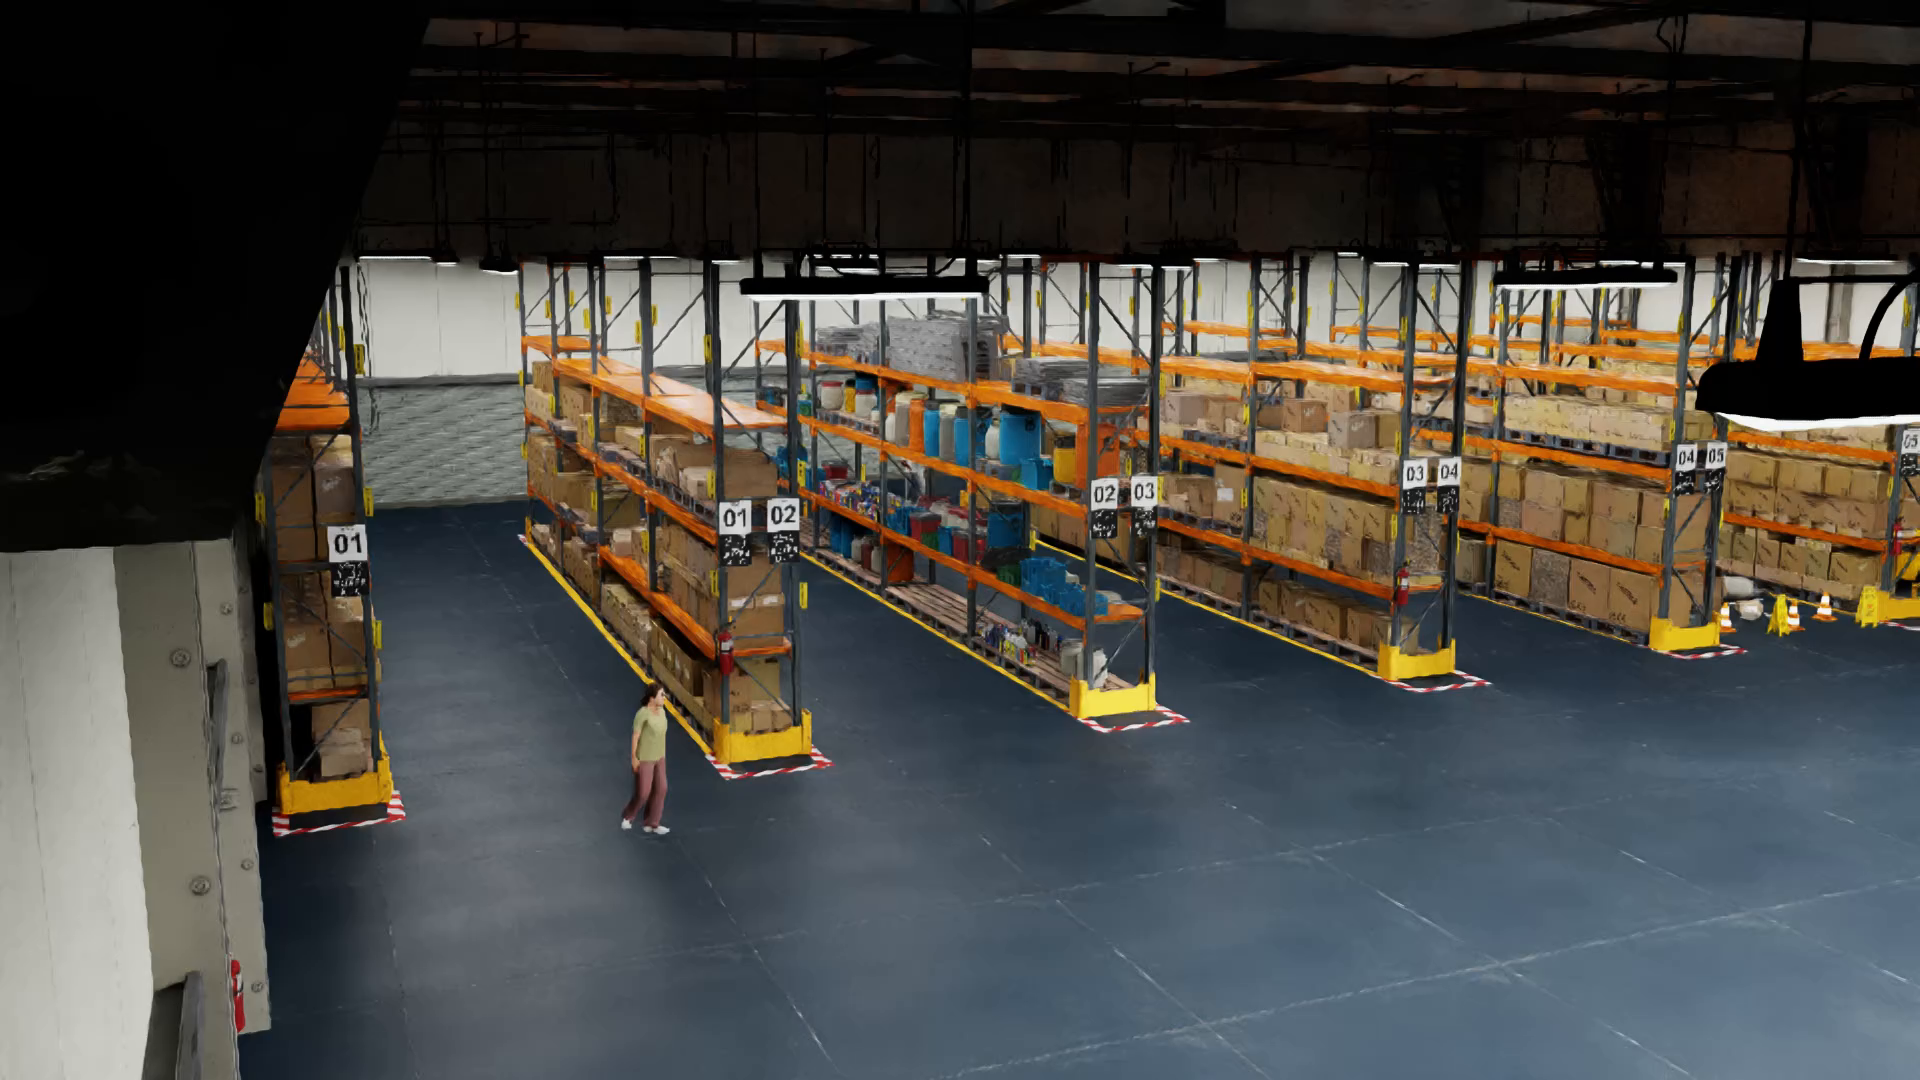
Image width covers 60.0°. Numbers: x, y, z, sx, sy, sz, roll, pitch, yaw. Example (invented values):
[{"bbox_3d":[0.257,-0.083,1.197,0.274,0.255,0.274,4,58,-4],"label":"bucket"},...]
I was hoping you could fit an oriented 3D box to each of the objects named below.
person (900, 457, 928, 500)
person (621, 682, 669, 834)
[{"bbox_3d":[-1.061,-1.632,39.220,0.734,1.697,0.856,-3,11,-17],"label":"person"},{"bbox_3d":[-3.381,2.306,17.769,0.530,1.629,0.513,6,12,32],"label":"person"}]
